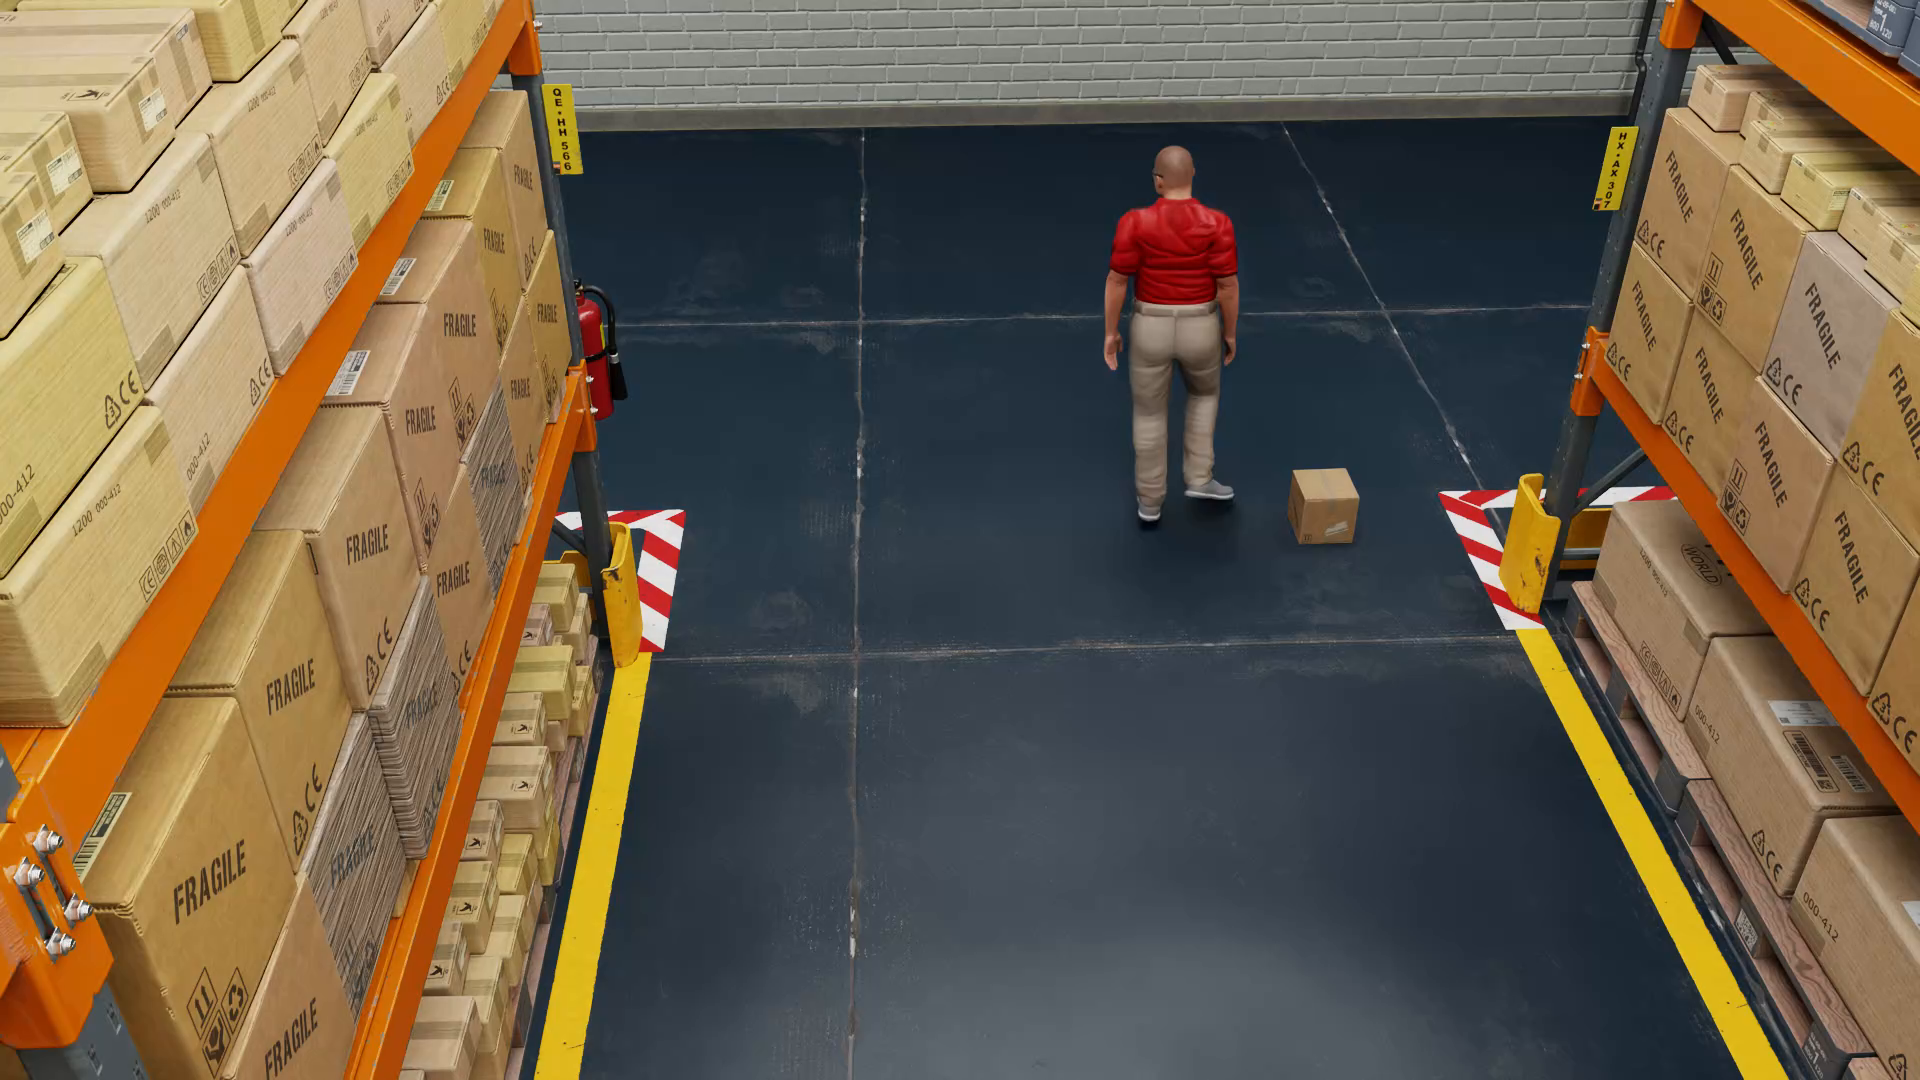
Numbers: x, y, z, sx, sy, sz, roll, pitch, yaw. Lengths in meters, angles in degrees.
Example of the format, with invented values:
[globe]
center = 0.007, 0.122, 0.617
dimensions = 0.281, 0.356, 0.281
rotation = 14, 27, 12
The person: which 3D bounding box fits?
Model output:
[person]
center = 0.970, -0.880, 7.433
dimensions = 0.666, 1.762, 0.473
rotation = 3, 35, 4
